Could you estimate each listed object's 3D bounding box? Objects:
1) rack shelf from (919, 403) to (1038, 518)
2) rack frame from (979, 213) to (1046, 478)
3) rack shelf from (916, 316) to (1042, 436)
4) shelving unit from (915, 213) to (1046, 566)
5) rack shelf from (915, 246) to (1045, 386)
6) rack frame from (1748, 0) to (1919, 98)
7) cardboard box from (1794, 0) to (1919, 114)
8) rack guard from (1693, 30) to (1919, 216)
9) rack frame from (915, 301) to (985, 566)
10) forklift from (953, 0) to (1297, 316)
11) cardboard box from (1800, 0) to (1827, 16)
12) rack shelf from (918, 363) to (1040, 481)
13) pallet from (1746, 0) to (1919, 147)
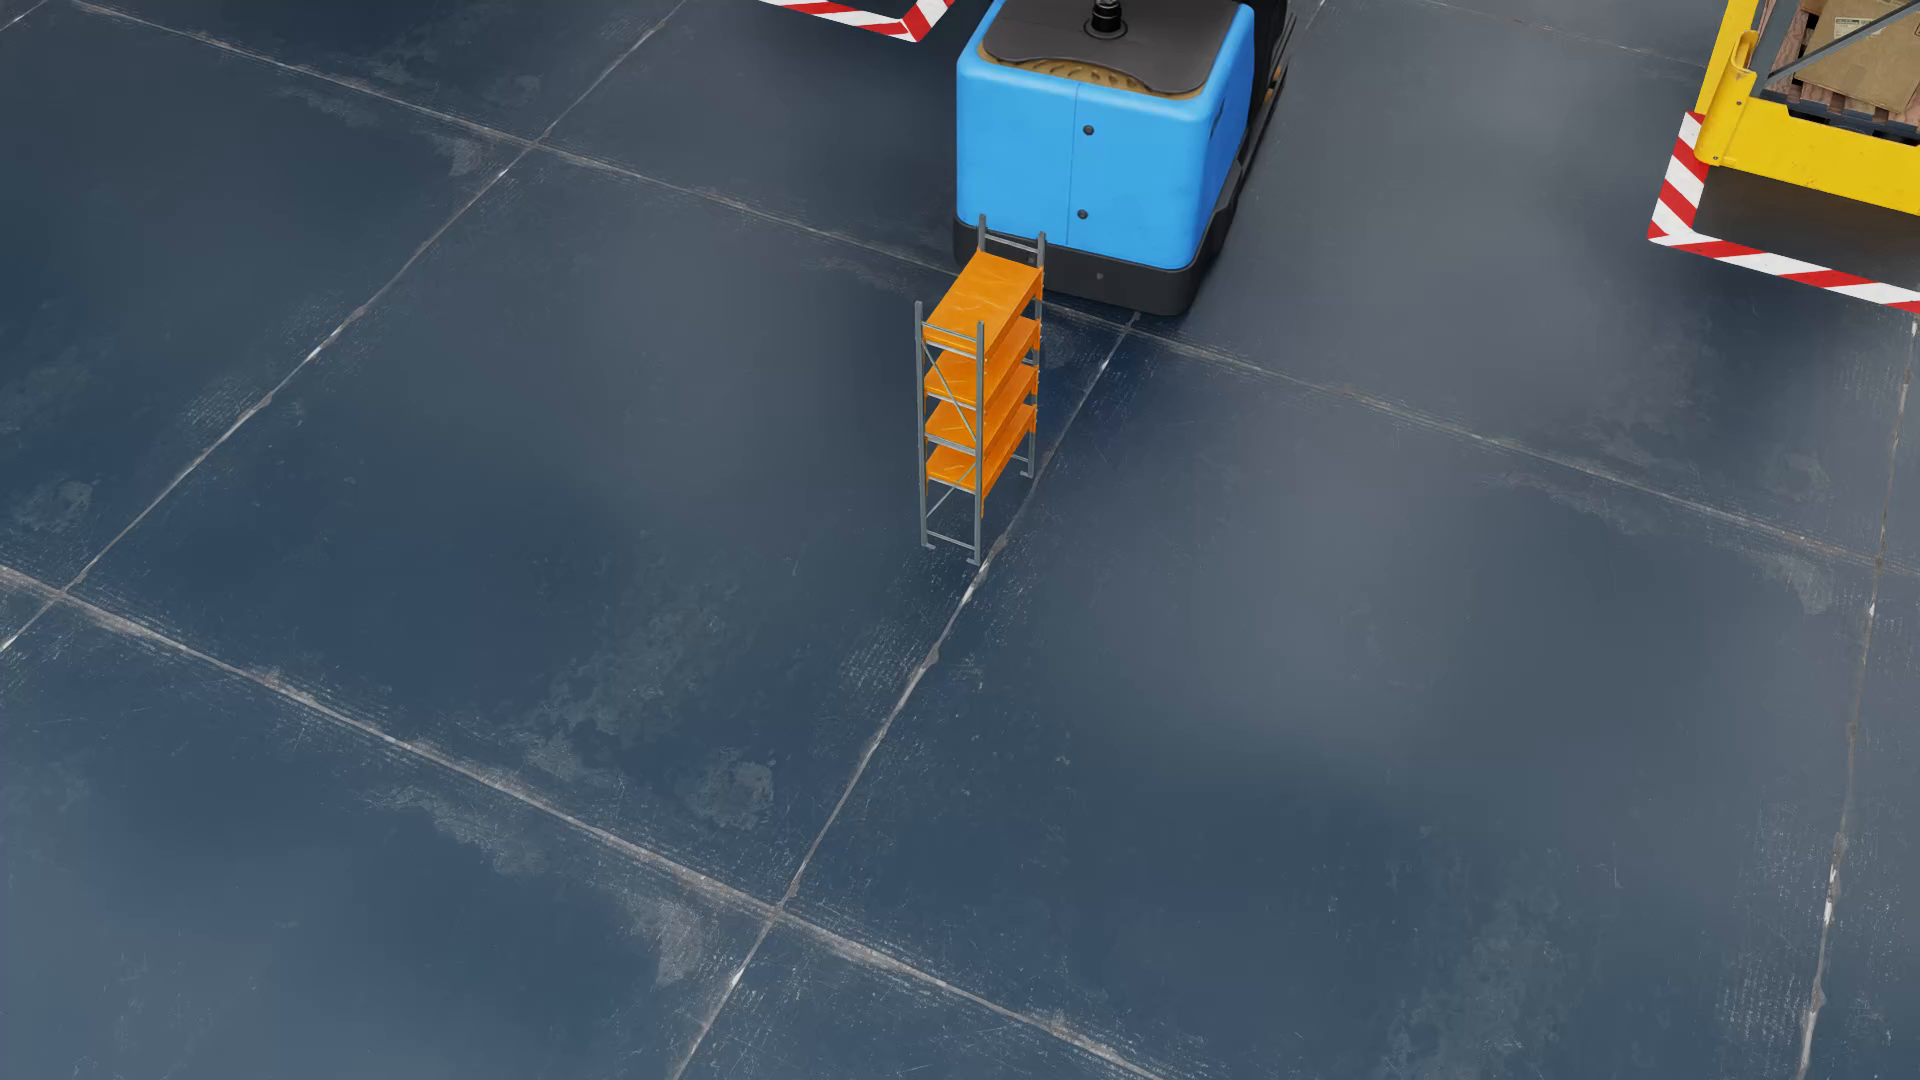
[{"bbox_3d":[0.071,-0.331,6.092,0.258,0.148,0.480,20,52,16],"label":"rack shelf"},{"bbox_3d":[0.175,-0.671,6.033,0.240,1.200,0.015,20,52,16],"label":"rack frame"},{"bbox_3d":[0.071,-0.604,5.771,0.258,0.148,0.480,20,52,16],"label":"rack shelf"},{"bbox_3d":[0.071,-0.503,5.890,0.258,1.200,0.503,20,52,16],"label":"shelving unit"},{"bbox_3d":[0.071,-0.757,5.591,0.258,0.148,0.480,20,52,16],"label":"rack shelf"},{"bbox_3d":[3.984,-2.625,6.514,1.000,3.000,0.127,20,52,16],"label":"rack frame"},{"bbox_3d":[4.266,-2.375,7.667,0.500,0.500,0.500,29,55,22],"label":"cardboard box"},{"bbox_3d":[4.016,-1.867,7.510,1.175,0.500,0.348,20,52,16],"label":"rack guard"},{"bbox_3d":[-0.034,-0.335,5.747,0.240,1.200,0.015,20,52,16],"label":"rack frame"},{"bbox_3d":[0.942,-3.036,6.909,1.130,2.935,3.031,15,51,12],"label":"forklift"},{"bbox_3d":[4.490,-2.798,8.027,0.500,0.500,0.500,33,57,25],"label":"cardboard box"},{"bbox_3d":[0.071,-0.459,5.941,0.258,0.148,0.480,20,52,16],"label":"rack shelf"},{"bbox_3d":[4.395,-2.321,8.087,1.003,0.211,1.213,20,52,16],"label":"pallet"}]
